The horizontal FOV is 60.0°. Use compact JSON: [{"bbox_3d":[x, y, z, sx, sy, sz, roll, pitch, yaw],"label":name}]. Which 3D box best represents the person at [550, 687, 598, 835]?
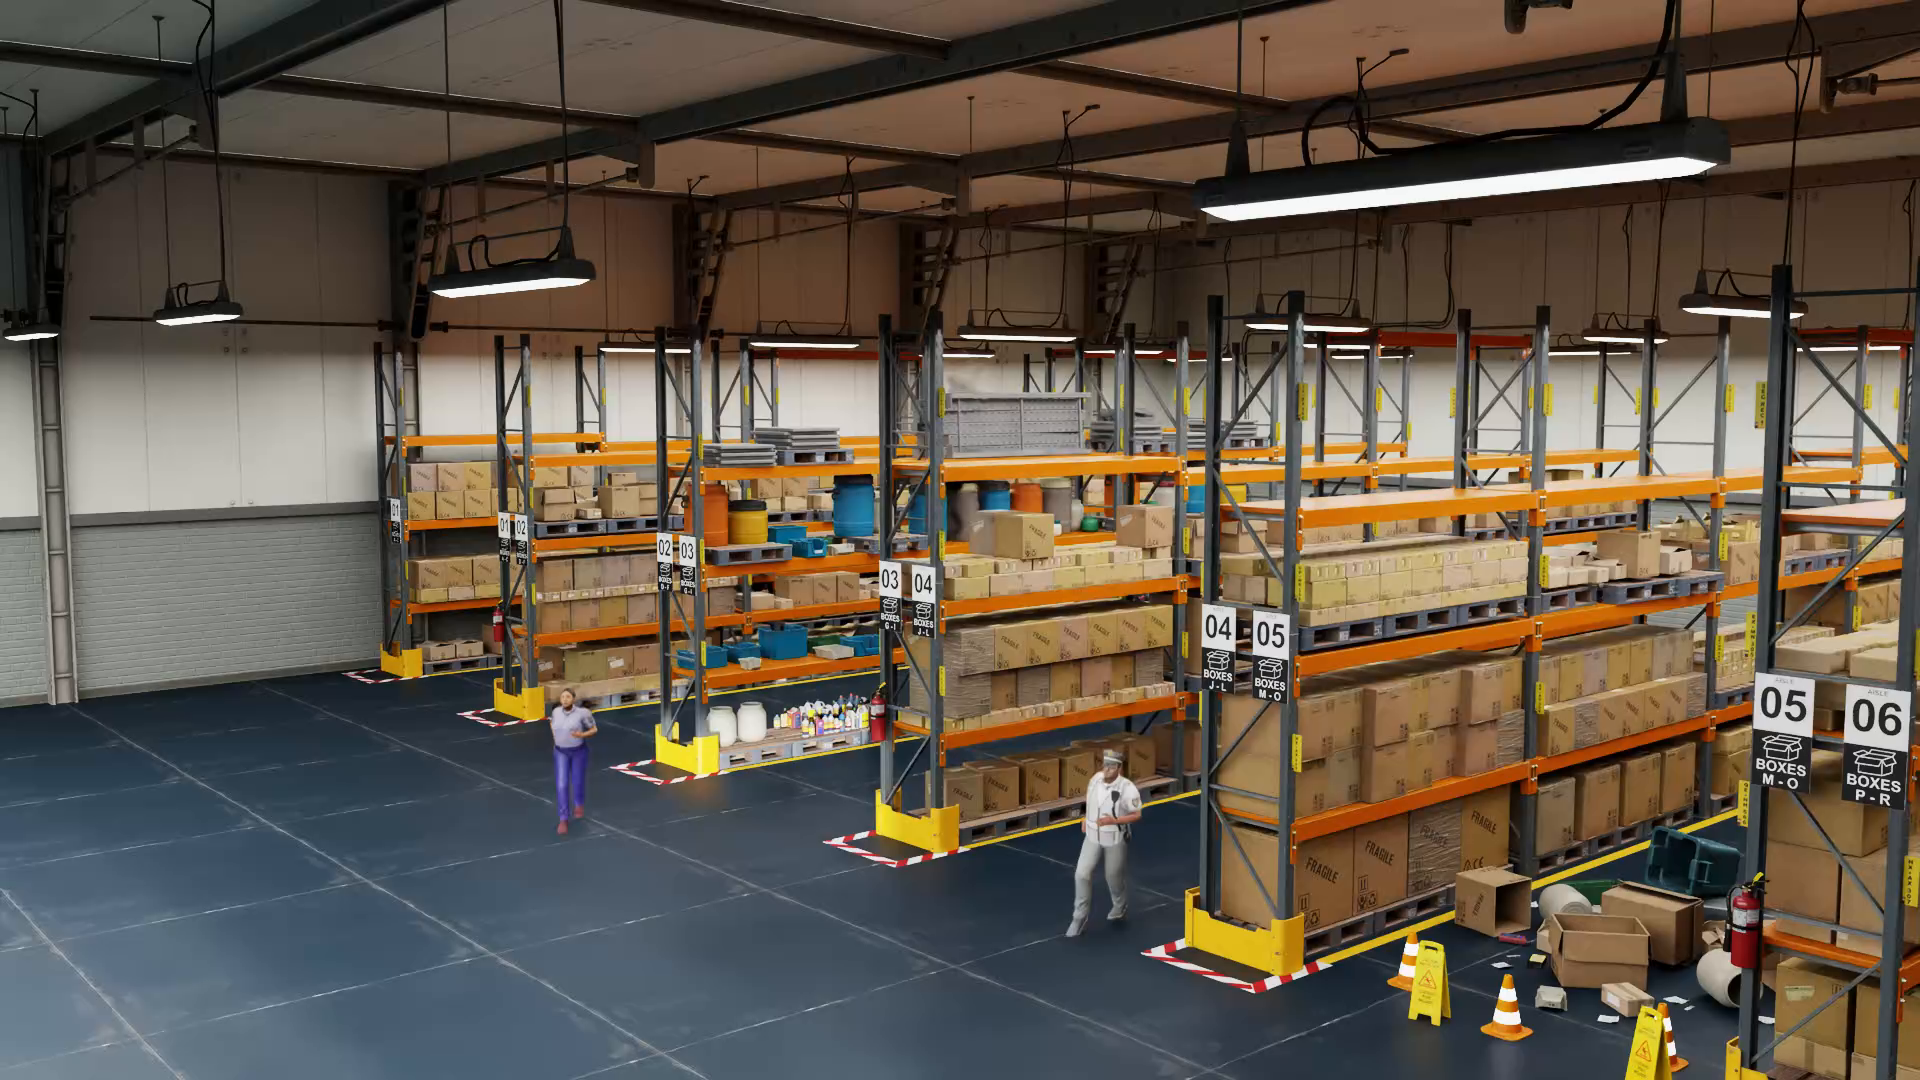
[{"bbox_3d":[-4.561,2.576,19.629,0.583,1.677,0.842,0,5,-4],"label":"person"}]

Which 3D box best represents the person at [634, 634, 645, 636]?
[{"bbox_3d":[-5.720,1.634,29.729,0.561,1.678,0.620,5,7,43],"label":"person"}]

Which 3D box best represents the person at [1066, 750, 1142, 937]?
[{"bbox_3d":[1.445,2.867,15.846,0.667,1.830,0.799,3,6,29],"label":"person"}]
